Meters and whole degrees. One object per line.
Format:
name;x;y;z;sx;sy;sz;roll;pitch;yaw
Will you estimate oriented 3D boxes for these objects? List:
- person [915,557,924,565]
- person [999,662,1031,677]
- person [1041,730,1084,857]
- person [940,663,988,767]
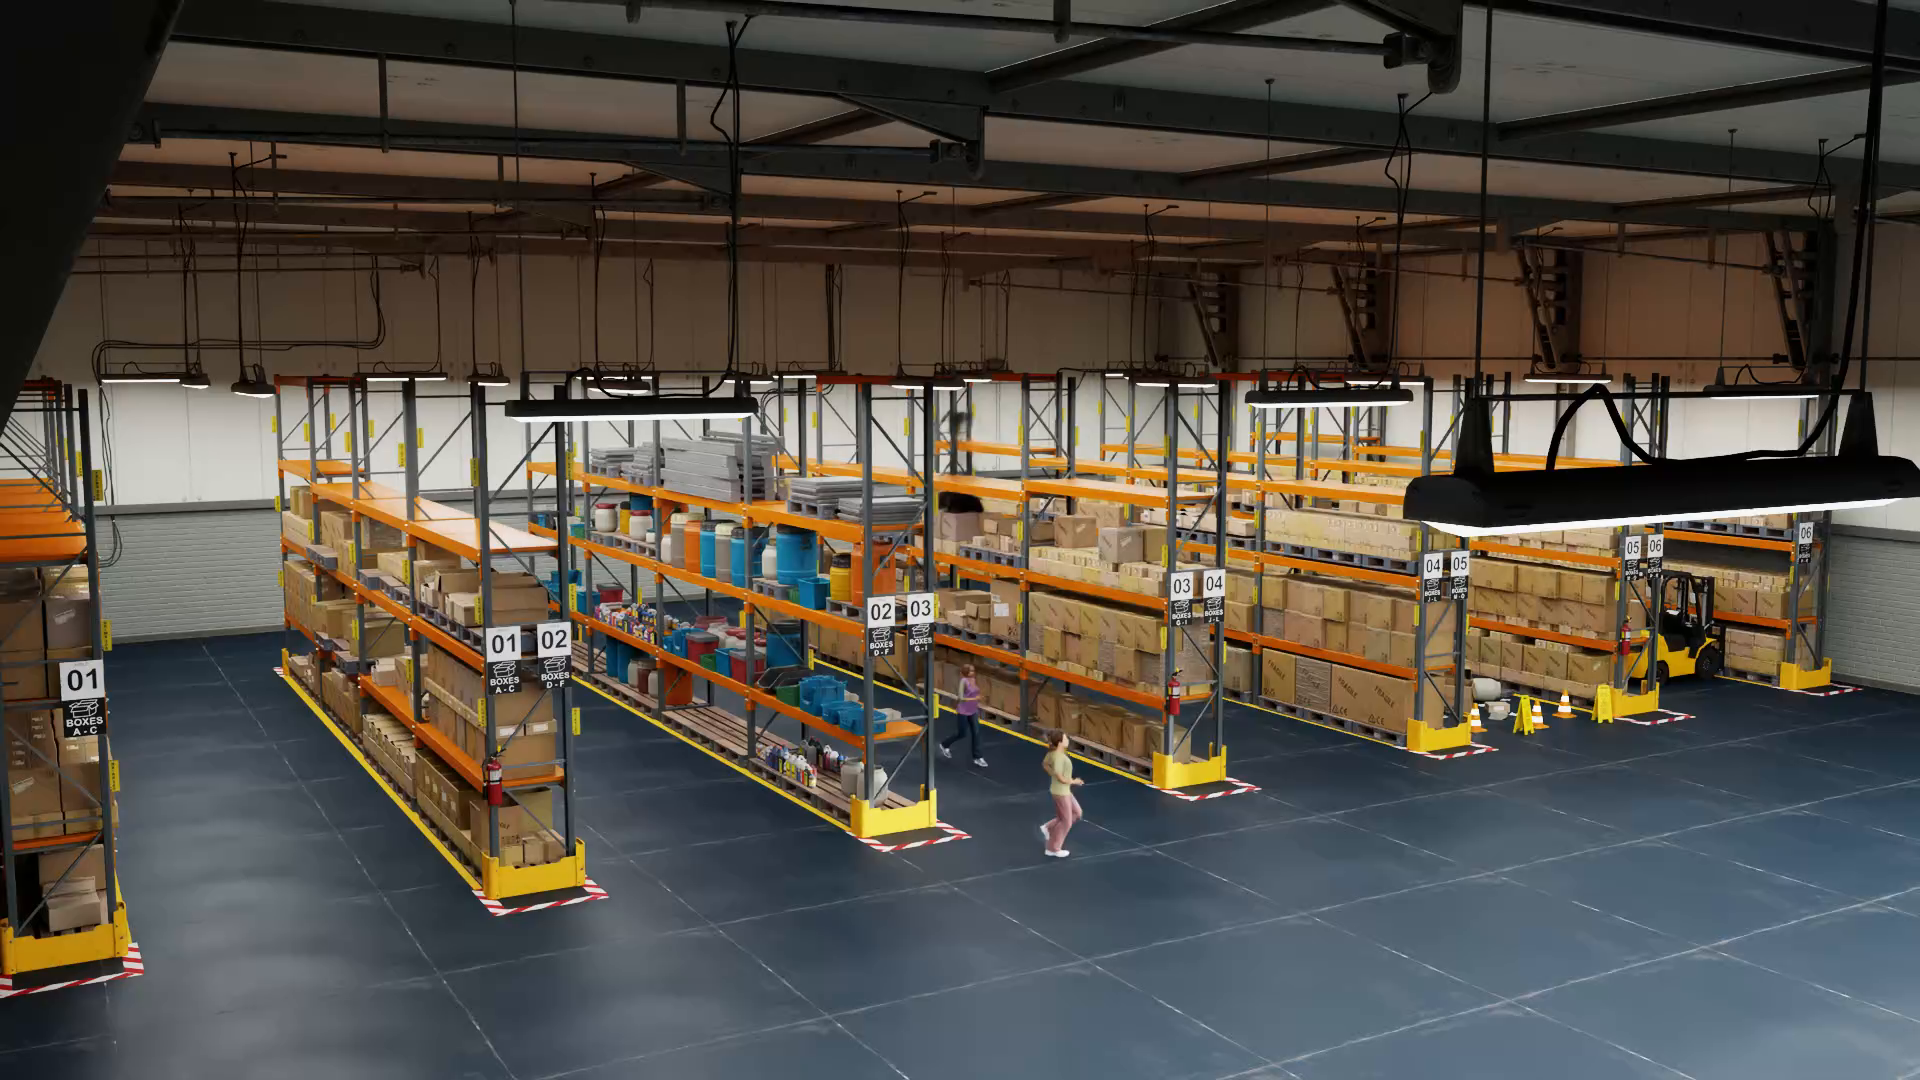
person;-0.937;0.936;42.415;0.508;1.558;0.701;5;8;41
person;1.104;1.863;32.601;0.653;1.793;0.902;-5;8;-39
person;1.300;3.235;21.135;0.540;1.589;0.574;0;6;-1
person;0.090;2.692;25.842;0.851;1.586;0.537;5;8;36
